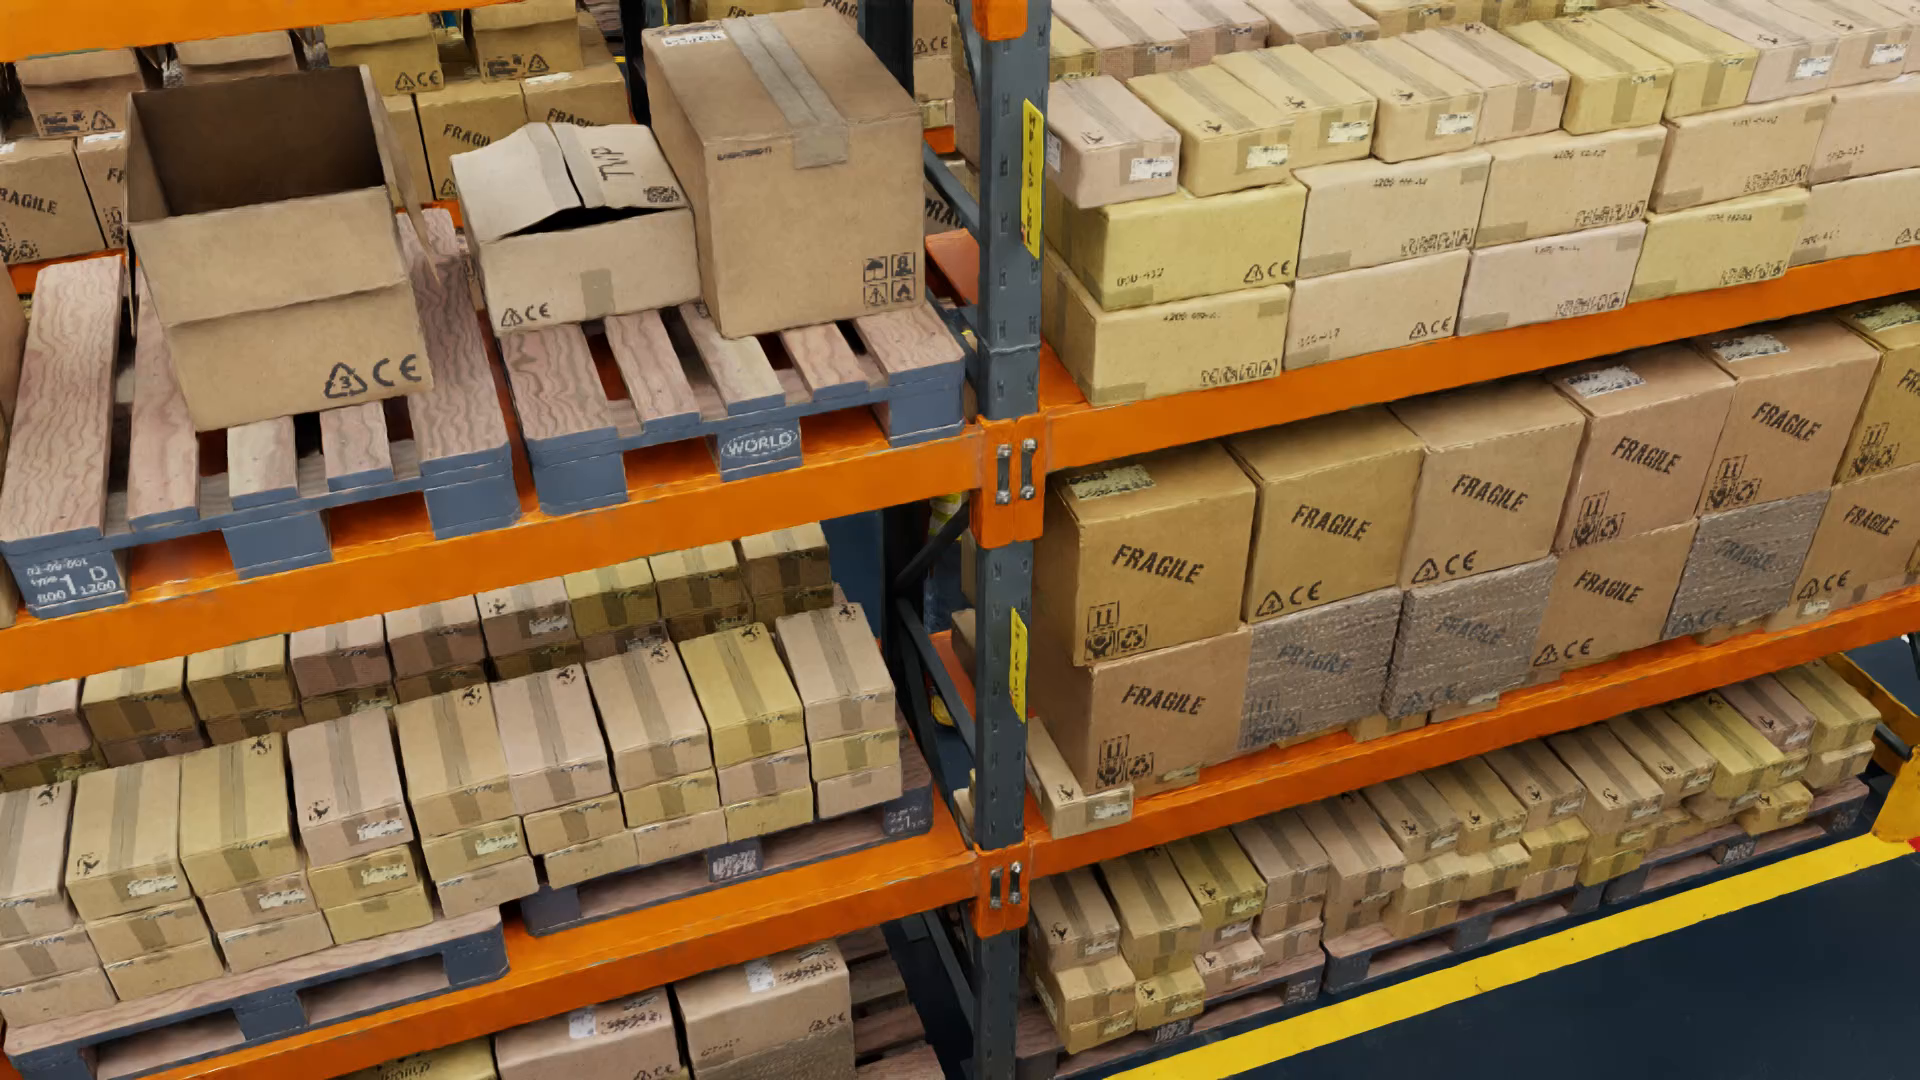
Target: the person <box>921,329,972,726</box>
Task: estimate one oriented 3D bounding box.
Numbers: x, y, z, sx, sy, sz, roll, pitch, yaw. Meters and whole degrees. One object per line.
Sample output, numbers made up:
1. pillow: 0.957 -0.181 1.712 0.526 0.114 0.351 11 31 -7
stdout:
1. person: 0.003 -0.096 6.879 0.520 1.757 0.635 28 46 32
